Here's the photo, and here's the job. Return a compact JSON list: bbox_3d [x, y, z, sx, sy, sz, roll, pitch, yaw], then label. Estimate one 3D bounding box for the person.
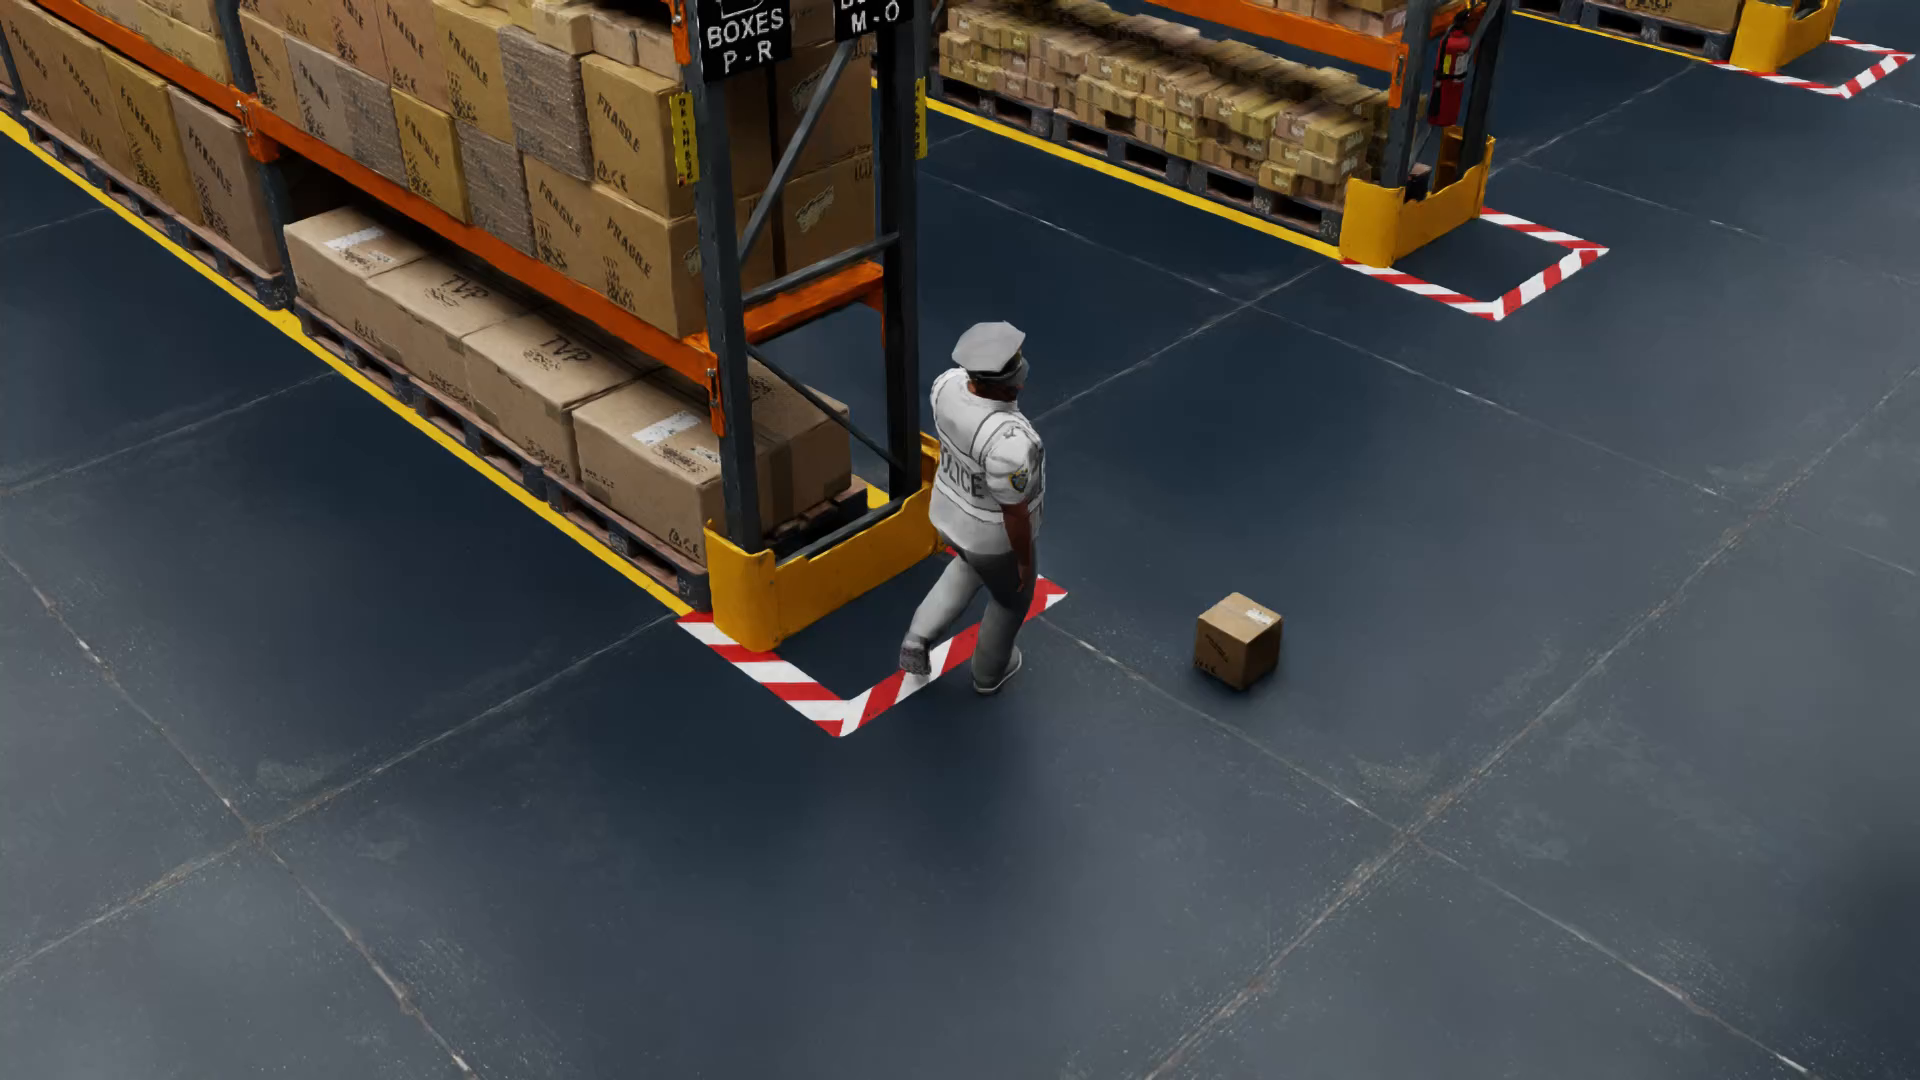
[{"bbox_3d":[0.110,-0.077,6.275,0.540,1.734,0.600,-26,43,-32],"label":"person"}]
